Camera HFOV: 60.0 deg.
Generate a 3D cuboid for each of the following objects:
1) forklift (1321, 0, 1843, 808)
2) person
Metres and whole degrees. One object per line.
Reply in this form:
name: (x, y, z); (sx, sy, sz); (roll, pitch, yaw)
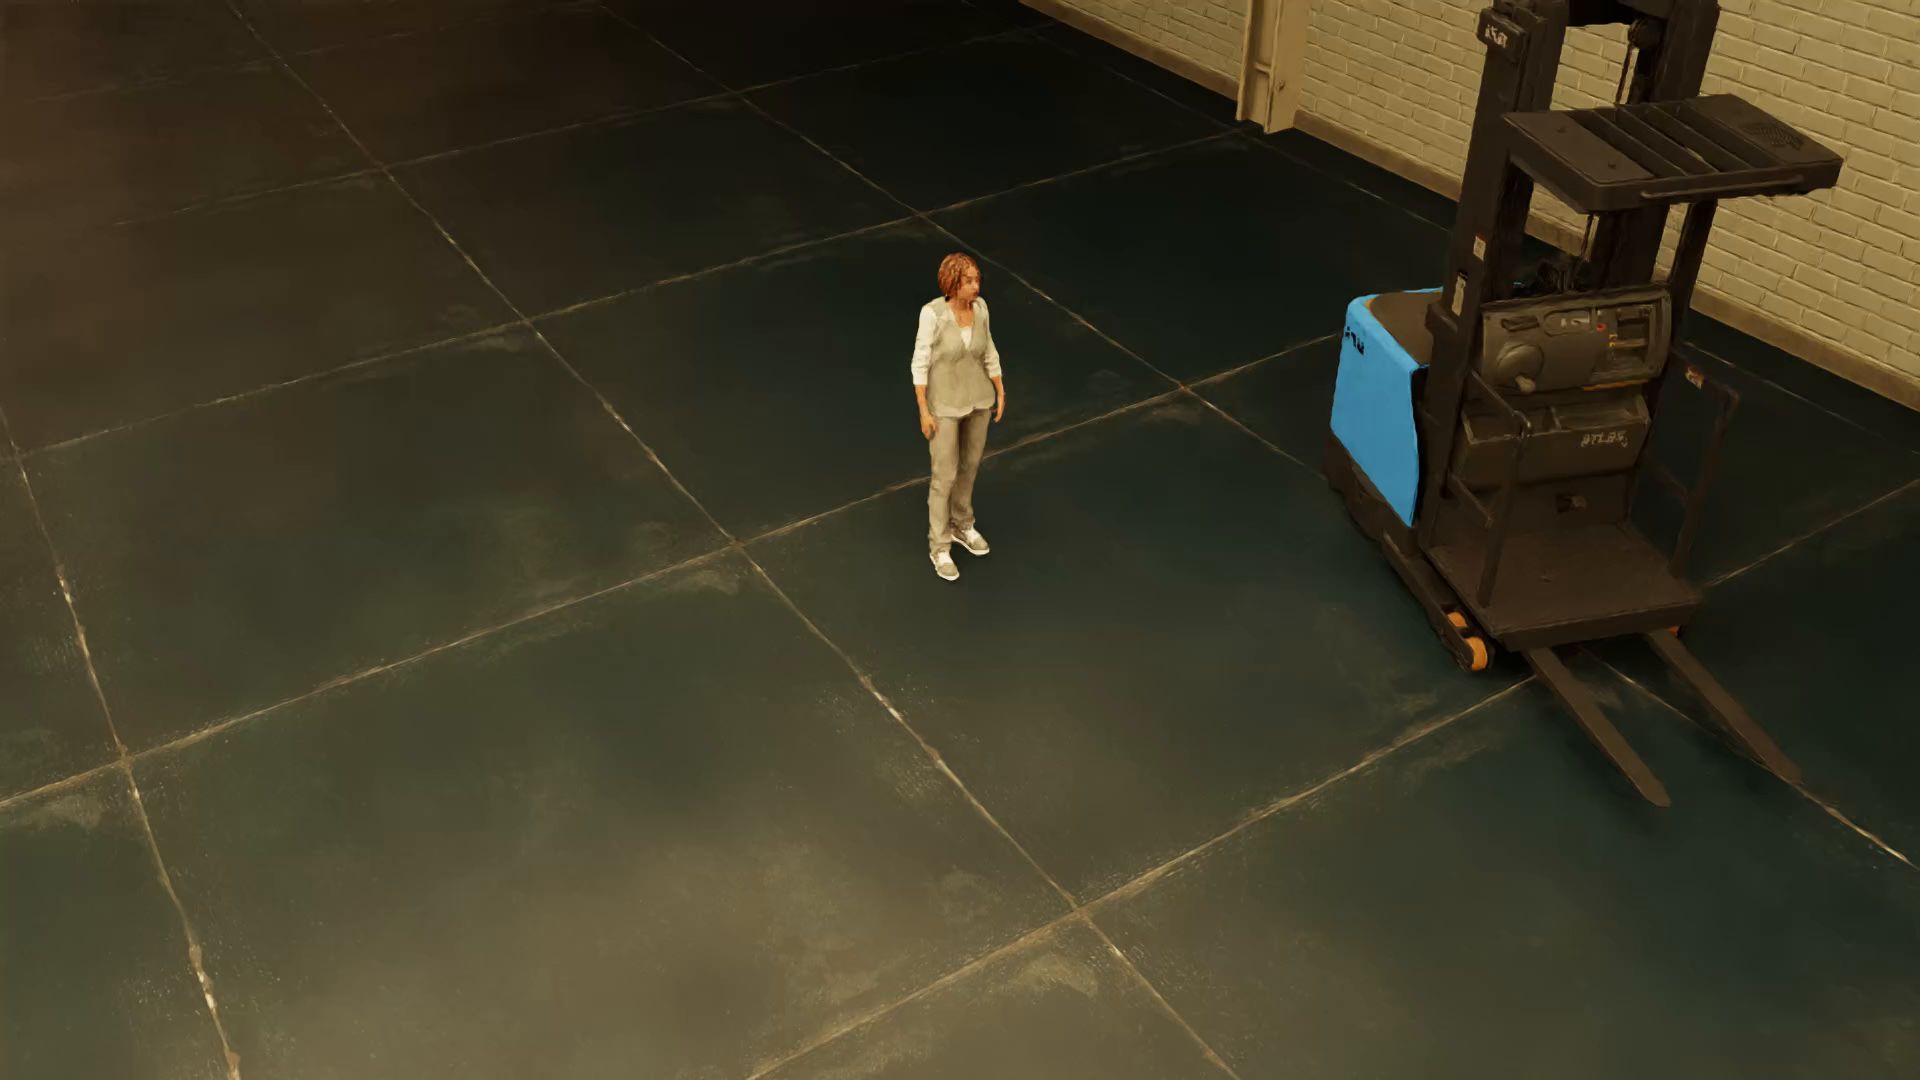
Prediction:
forklift: (2.824, -0.822, 7.317); (1.130, 2.935, 3.031); (-8, 36, -11)
person: (0.029, -0.619, 8.177); (0.521, 1.597, 0.474); (-21, 40, -27)
